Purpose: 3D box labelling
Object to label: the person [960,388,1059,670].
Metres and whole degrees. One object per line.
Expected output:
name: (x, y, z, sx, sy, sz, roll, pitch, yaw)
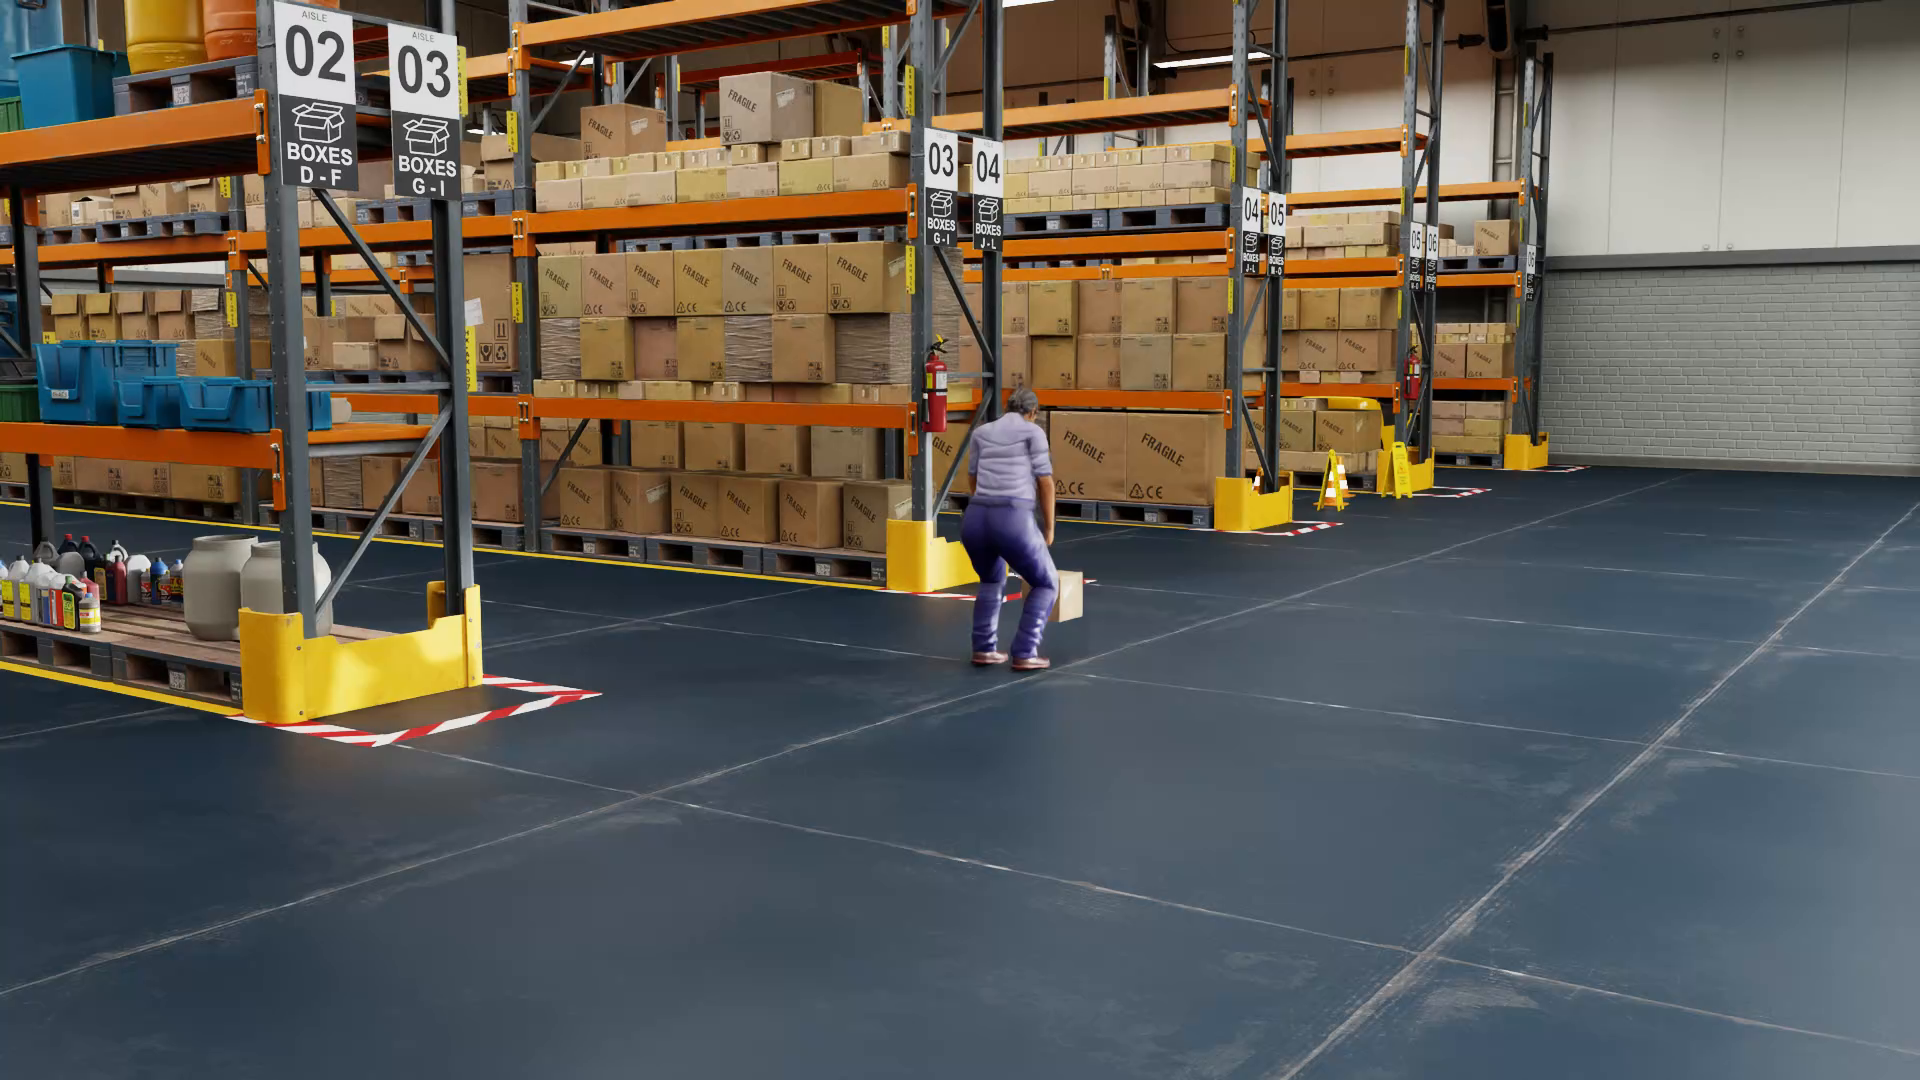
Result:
person: (0.240, -0.059, 8.866, 0.525, 1.490, 0.551, 4, 8, 34)
